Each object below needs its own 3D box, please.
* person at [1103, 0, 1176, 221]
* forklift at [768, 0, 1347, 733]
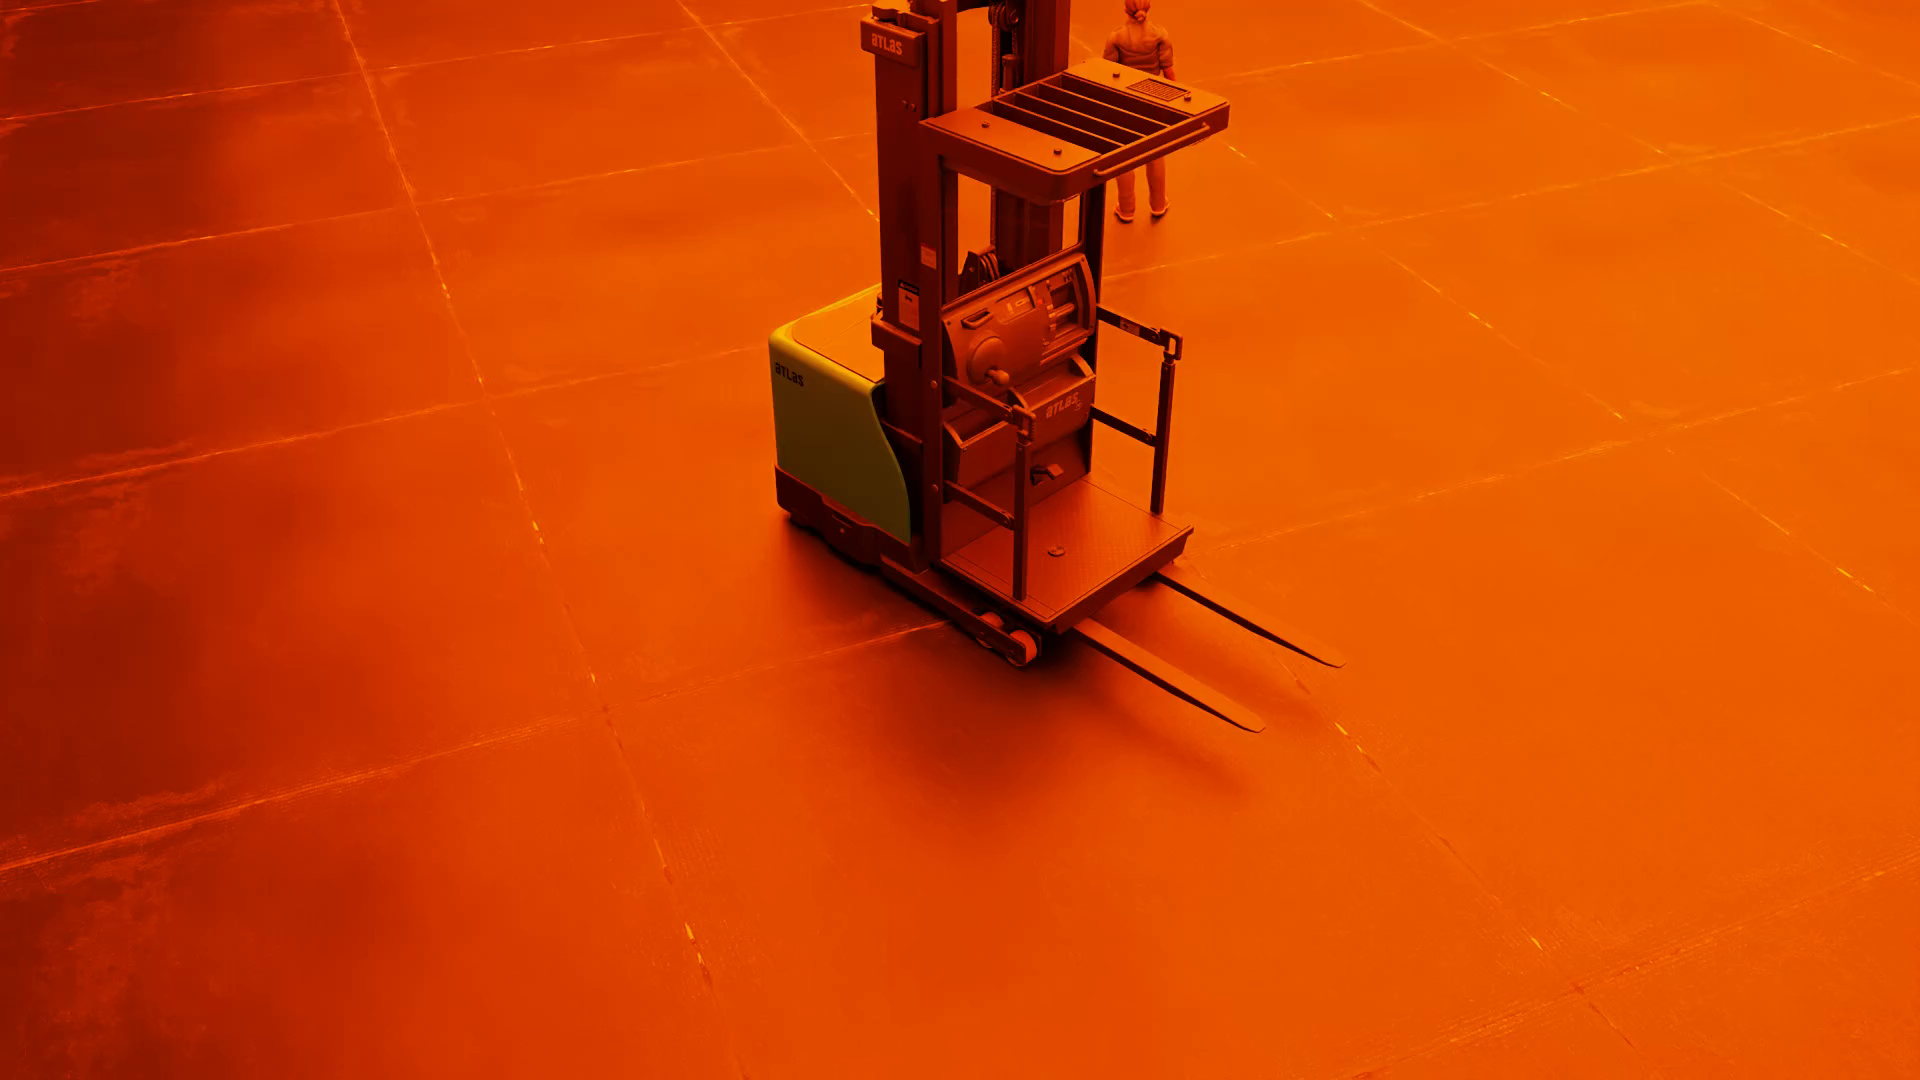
[{"bbox_3d":[1.220,-3.002,11.410,0.570,1.654,0.505,2,35,3],"label":"person"},{"bbox_3d":[0.432,-0.946,7.429,3.031,2.935,1.130,30,45,35],"label":"forklift"}]
